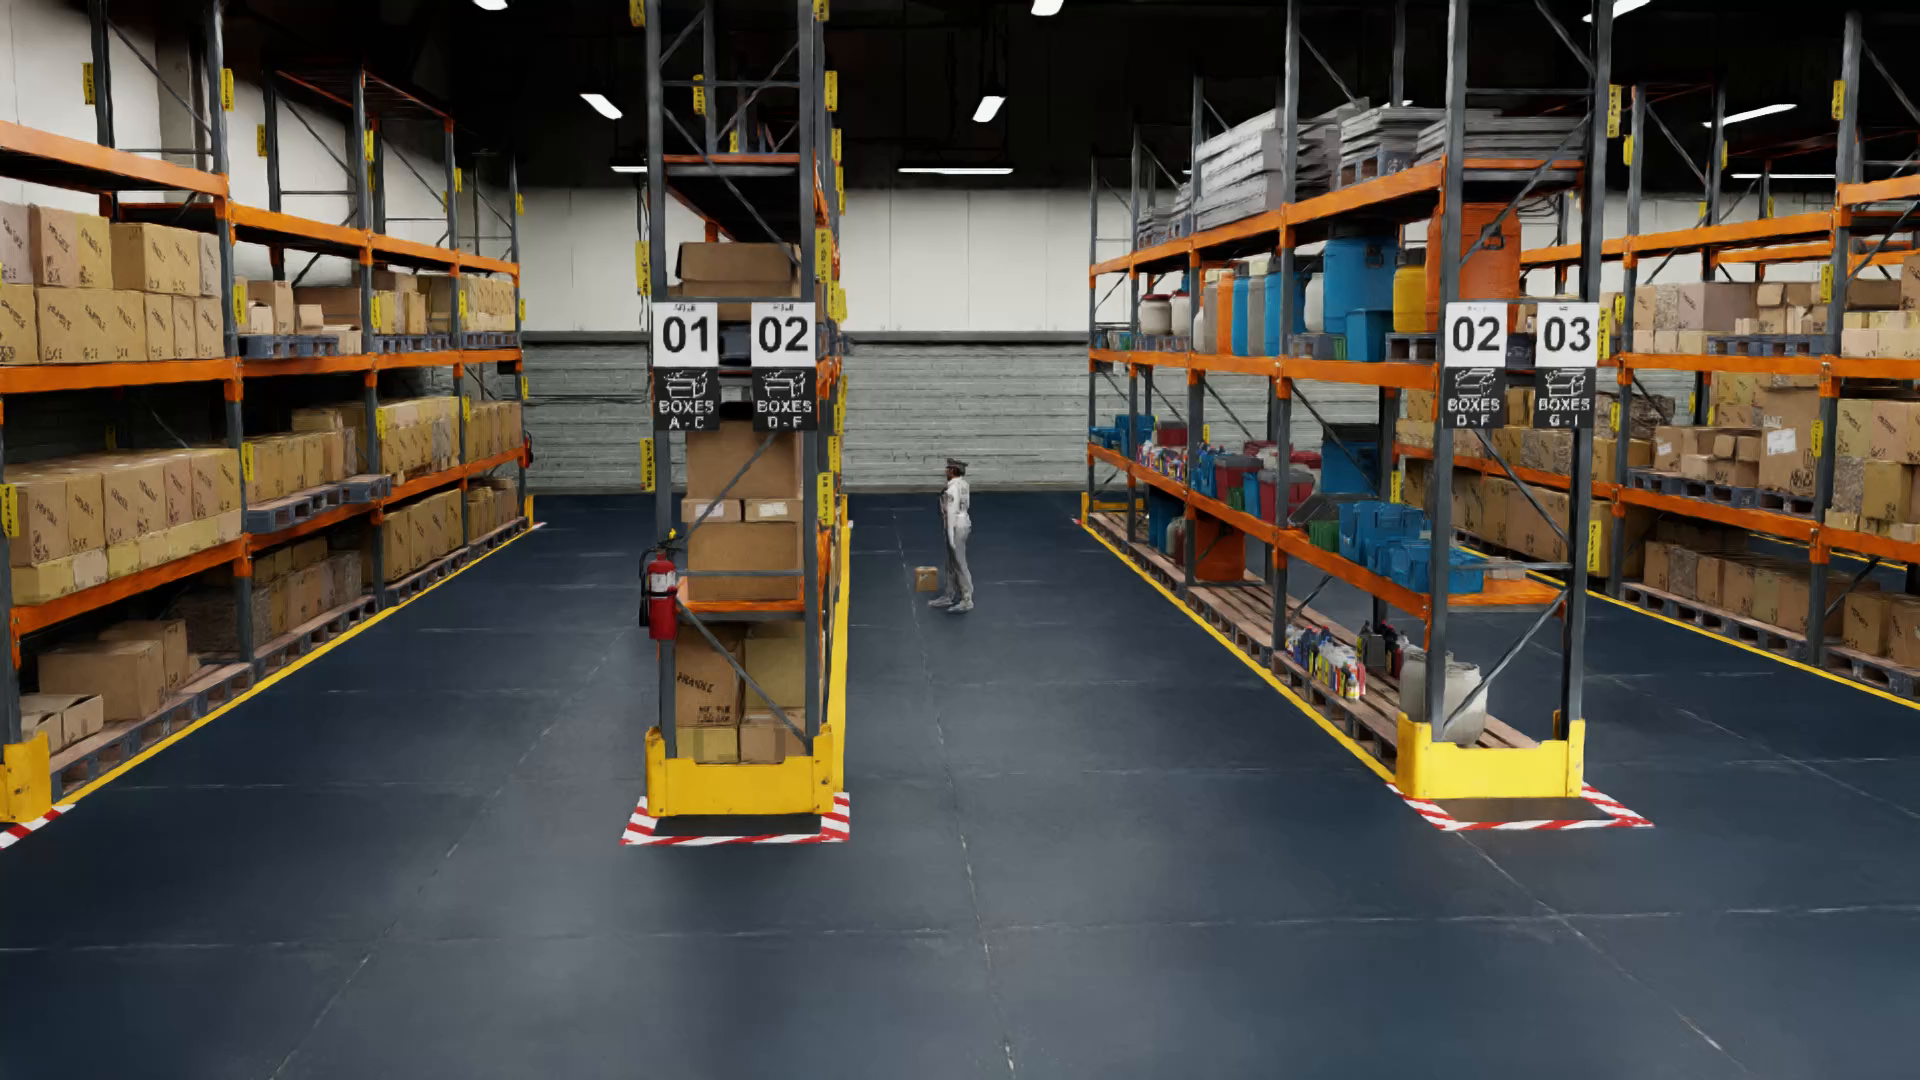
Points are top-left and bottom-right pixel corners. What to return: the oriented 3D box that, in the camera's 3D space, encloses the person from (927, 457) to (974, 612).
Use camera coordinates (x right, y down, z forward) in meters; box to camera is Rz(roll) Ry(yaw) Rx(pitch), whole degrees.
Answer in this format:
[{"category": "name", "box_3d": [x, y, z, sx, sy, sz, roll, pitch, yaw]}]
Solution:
[{"category": "person", "box_3d": [-0.086, -0.077, 18.333, 0.564, 1.677, 0.568, 2, 7, 14]}]
